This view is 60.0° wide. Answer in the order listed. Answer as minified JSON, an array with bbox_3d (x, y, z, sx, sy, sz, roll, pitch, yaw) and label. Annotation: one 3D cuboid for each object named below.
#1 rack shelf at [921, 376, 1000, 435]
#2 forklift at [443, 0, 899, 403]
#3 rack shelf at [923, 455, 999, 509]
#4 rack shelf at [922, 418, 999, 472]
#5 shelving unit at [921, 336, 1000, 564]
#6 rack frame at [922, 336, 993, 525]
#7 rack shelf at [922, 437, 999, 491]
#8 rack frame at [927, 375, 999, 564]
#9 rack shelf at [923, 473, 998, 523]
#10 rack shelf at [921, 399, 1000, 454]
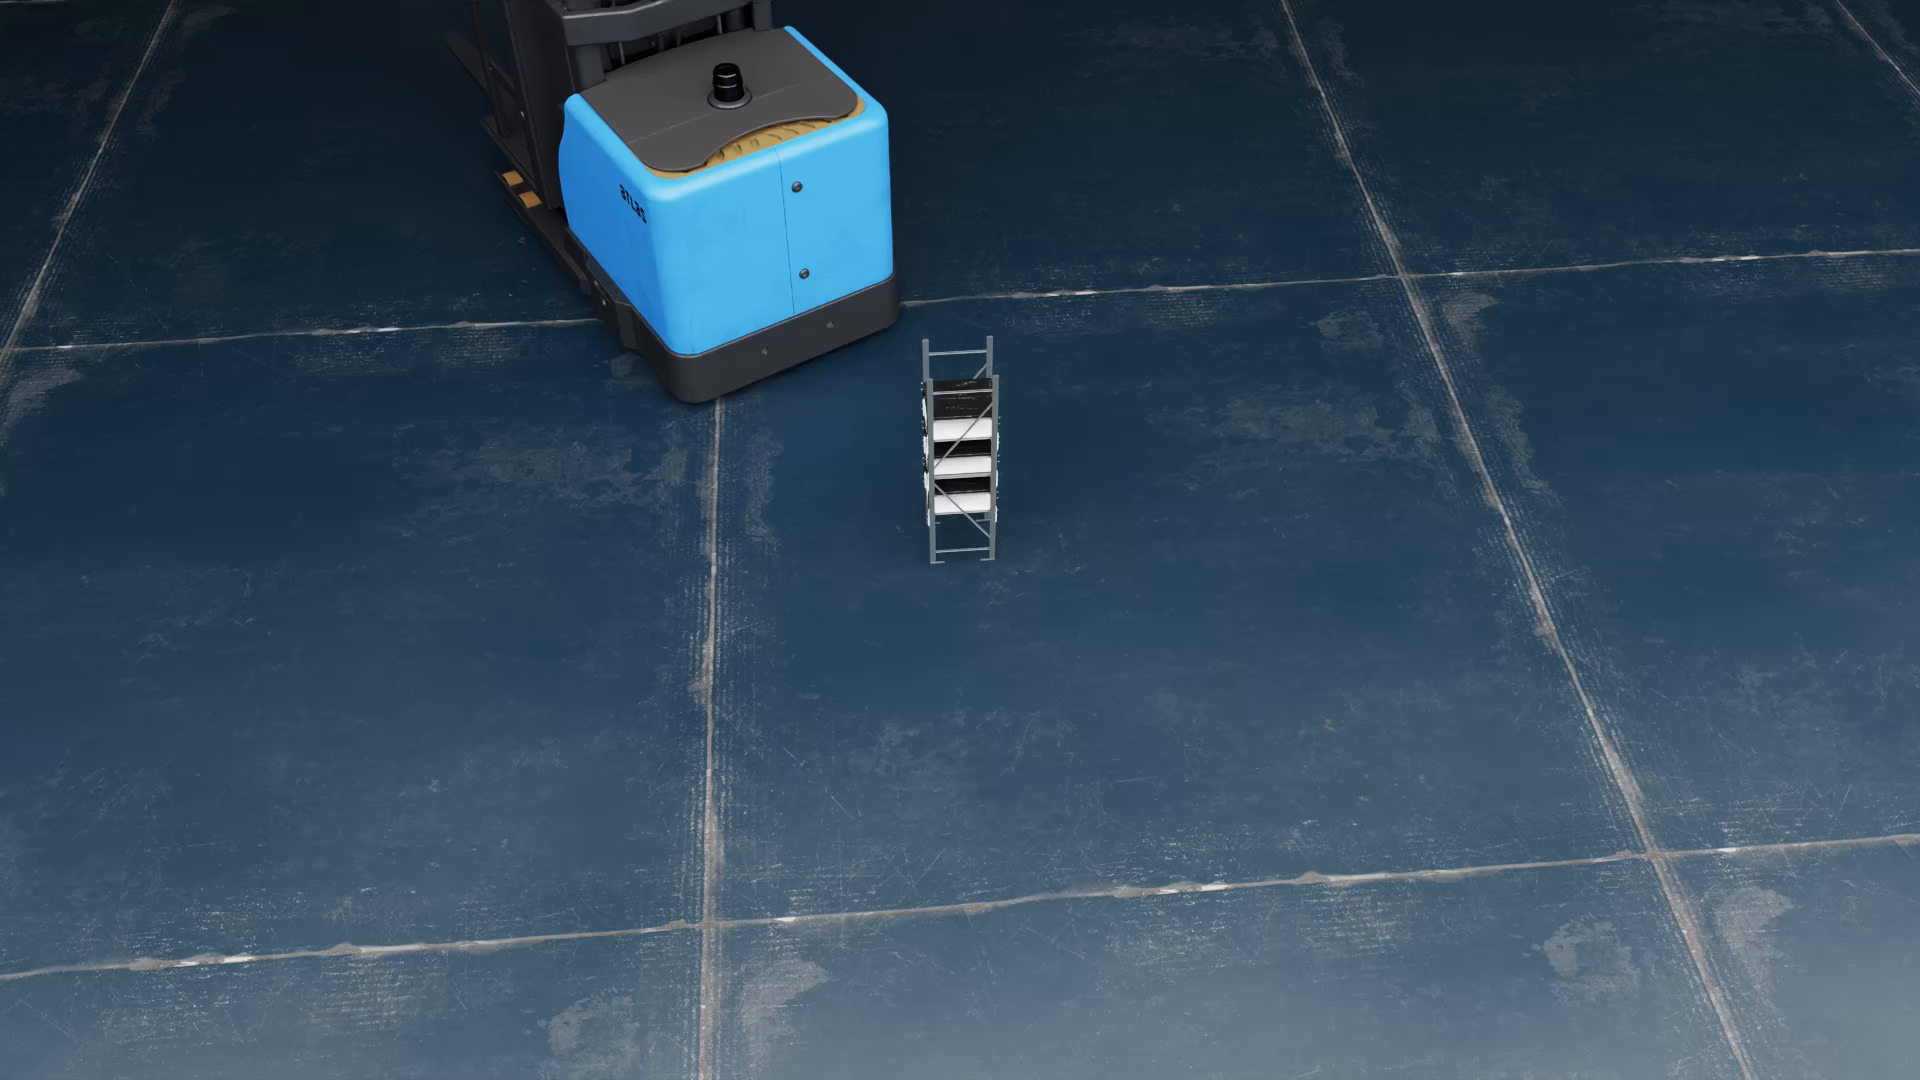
[{"bbox_3d":[0.001,-0.466,5.746,0.258,0.077,0.200,-3,47,-3],"label":"rack shelf"},{"bbox_3d":[-1.486,-2.606,6.699,1.130,2.935,3.031,-25,52,-22],"label":"forklift"},{"bbox_3d":[0.001,-0.219,6.007,0.258,0.077,0.200,-3,47,-3],"label":"rack shelf"},{"bbox_3d":[0.001,-0.343,5.877,0.258,0.077,0.200,-3,47,-3],"label":"rack shelf"},{"bbox_3d":[0.001,-0.304,5.918,0.258,0.900,0.210,-3,47,-3],"label":"shelving unit"},{"bbox_3d":[-0.008,-0.377,5.987,0.240,0.900,0.006,-3,47,-3],"label":"rack frame"},{"bbox_3d":[0.001,-0.281,5.942,0.258,0.077,0.200,-3,47,-3],"label":"rack shelf"},{"bbox_3d":[0.009,-0.230,5.848,0.240,0.900,0.006,-3,47,-3],"label":"rack frame"},{"bbox_3d":[0.001,-0.157,6.073,0.258,0.077,0.200,-3,47,-3],"label":"rack shelf"},{"bbox_3d":[0.001,-0.404,5.811,0.258,0.077,0.200,-3,47,-3],"label":"rack shelf"}]
